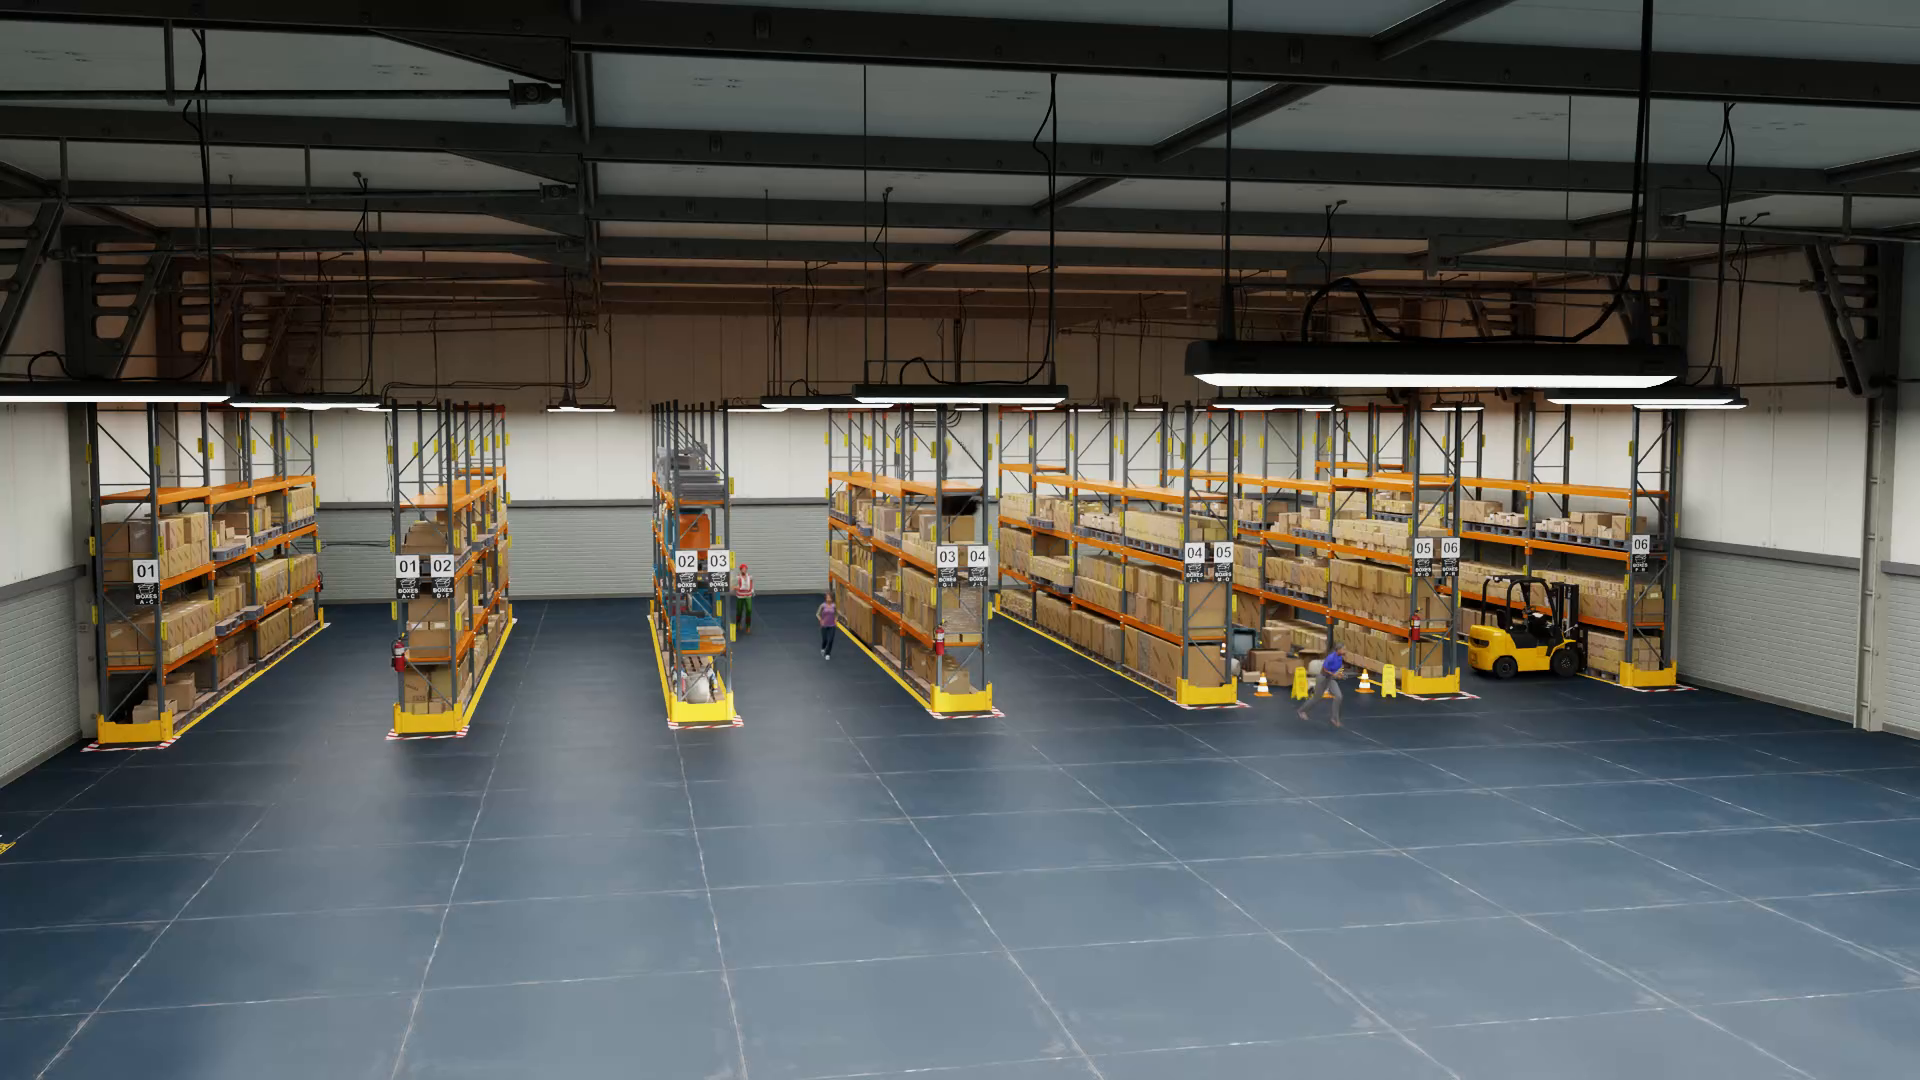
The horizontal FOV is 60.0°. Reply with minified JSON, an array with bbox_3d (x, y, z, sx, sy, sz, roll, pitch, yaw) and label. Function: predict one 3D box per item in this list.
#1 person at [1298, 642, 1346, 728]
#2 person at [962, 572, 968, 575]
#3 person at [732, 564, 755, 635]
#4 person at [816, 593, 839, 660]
[{"bbox_3d":[6.689,2.654,30.690,0.965,1.616,0.618,3,6,39],"label":"person"},{"bbox_3d":[0.275,1.178,48.723,0.696,1.797,0.909,2,5,23],"label":"person"},{"bbox_3d":[-5.665,1.538,43.544,0.647,1.840,0.886,-2,5,-22],"label":"person"},{"bbox_3d":[-3.075,2.021,38.804,0.516,1.554,0.529,-1,4,-15],"label":"person"}]
